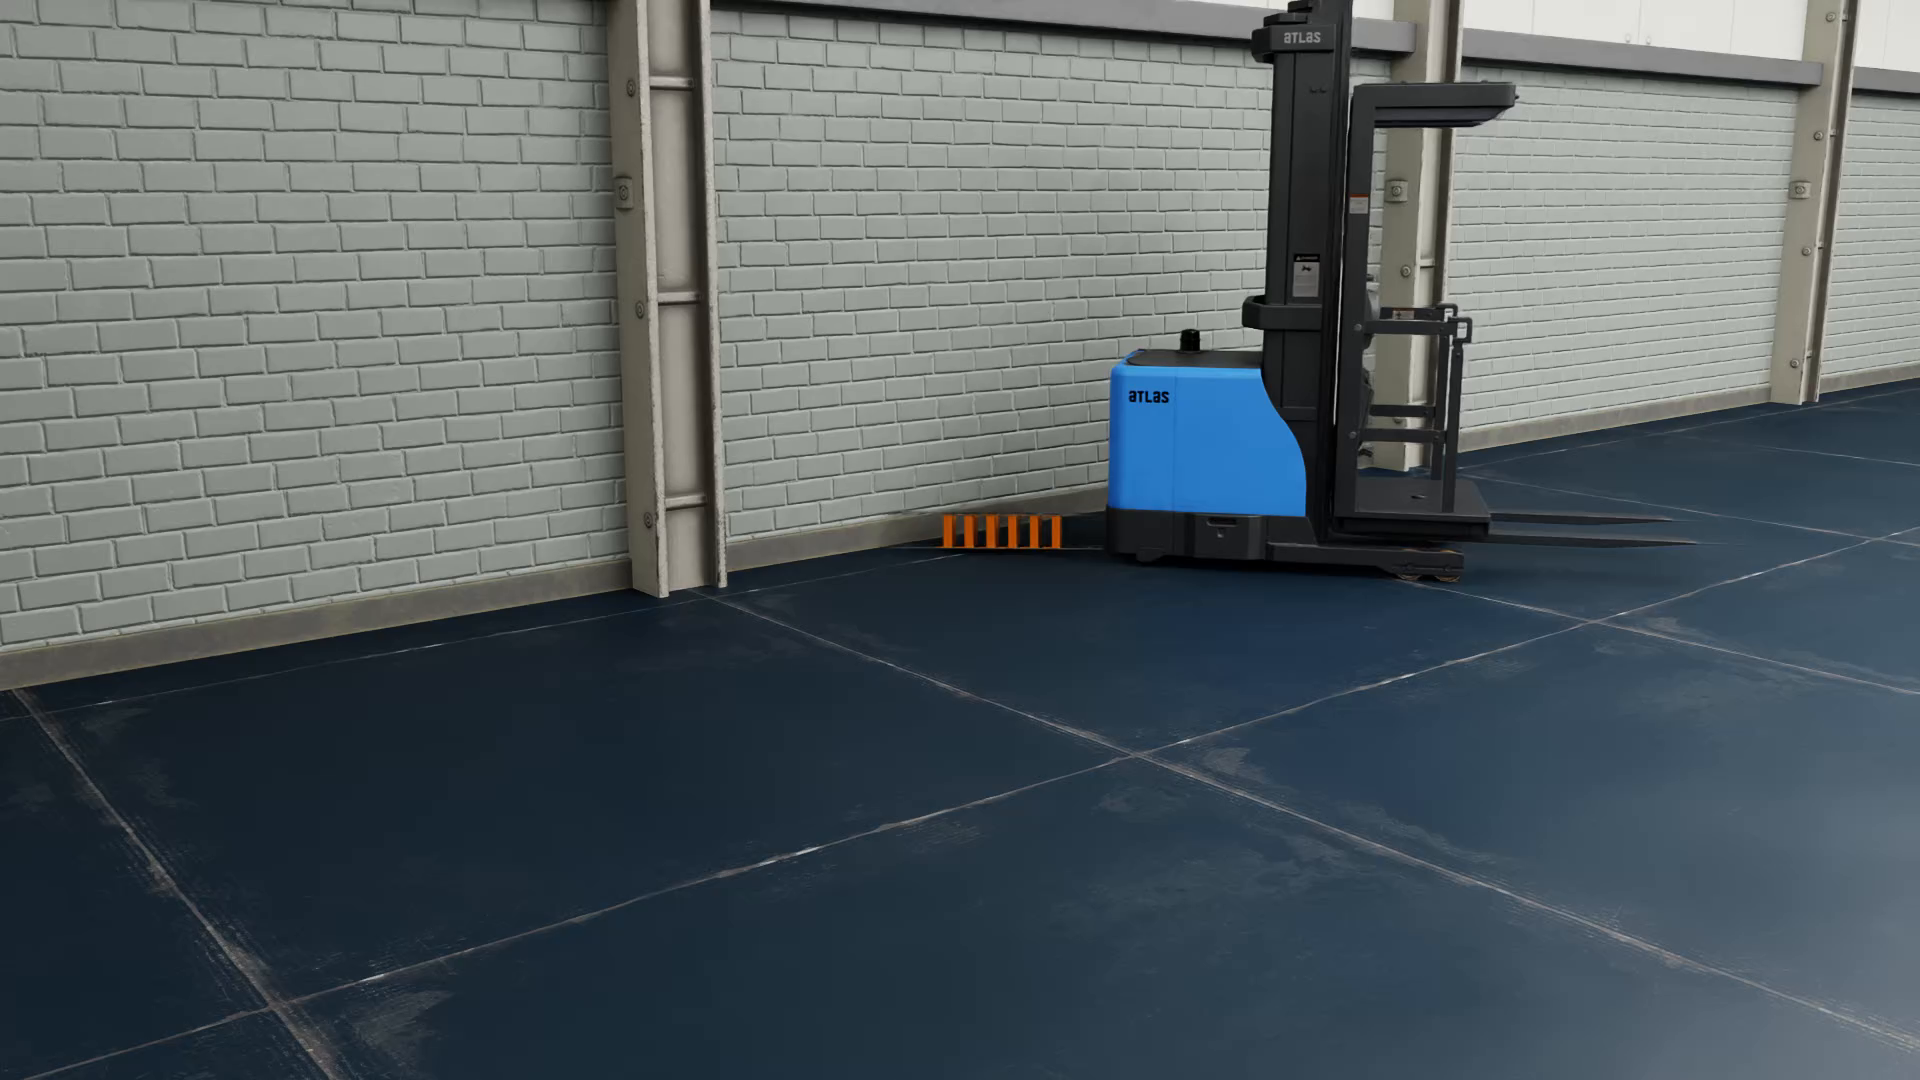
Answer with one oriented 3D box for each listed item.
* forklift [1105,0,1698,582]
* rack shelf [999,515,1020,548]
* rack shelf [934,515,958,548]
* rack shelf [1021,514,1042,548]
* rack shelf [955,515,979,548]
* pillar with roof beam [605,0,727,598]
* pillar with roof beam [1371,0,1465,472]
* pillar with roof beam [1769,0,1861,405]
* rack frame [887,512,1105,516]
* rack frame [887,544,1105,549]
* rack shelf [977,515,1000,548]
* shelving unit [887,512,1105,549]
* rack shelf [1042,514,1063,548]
[{"bbox_3d":[2.359,-1.336,8.864,3.031,2.935,1.130,3,12,12],"label":"forklift"},{"bbox_3d":[0.280,-0.053,9.262,0.103,0.180,0.258,0,4,7],"label":"rack shelf"},{"bbox_3d":[-0.077,-0.055,9.309,0.103,0.180,0.258,0,4,7],"label":"rack shelf"},{"bbox_3d":[0.399,-0.052,9.246,0.103,0.180,0.258,0,4,7],"label":"rack shelf"},{"bbox_3d":[0.042,-0.054,9.293,0.103,0.180,0.258,0,4,7],"label":"rack shelf"},{"bbox_3d":[1.251,-3.466,4.289,0.400,9.000,9.100,-9,15,-38],"label":"pillar with roof beam"},{"bbox_3d":[5.936,-4.245,7.955,0.400,9.000,9.100,-9,15,-38],"label":"pillar with roof beam"},{"bbox_3d":[10.621,-5.024,11.622,0.400,9.000,9.100,-9,15,-38],"label":"pillar with roof beam"},{"bbox_3d":[0.205,-0.145,9.266,1.200,0.006,0.240,0,4,7],"label":"rack frame"},{"bbox_3d":[0.206,0.038,9.278,1.200,0.006,0.240,0,4,7],"label":"rack frame"},{"bbox_3d":[0.161,-0.054,9.278,0.103,0.180,0.258,0,4,7],"label":"rack shelf"},{"bbox_3d":[0.206,-0.053,9.272,1.200,0.189,0.258,0,4,7],"label":"shelving unit"},{"bbox_3d":[0.518,-0.052,9.231,0.103,0.180,0.258,0,4,7],"label":"rack shelf"}]
